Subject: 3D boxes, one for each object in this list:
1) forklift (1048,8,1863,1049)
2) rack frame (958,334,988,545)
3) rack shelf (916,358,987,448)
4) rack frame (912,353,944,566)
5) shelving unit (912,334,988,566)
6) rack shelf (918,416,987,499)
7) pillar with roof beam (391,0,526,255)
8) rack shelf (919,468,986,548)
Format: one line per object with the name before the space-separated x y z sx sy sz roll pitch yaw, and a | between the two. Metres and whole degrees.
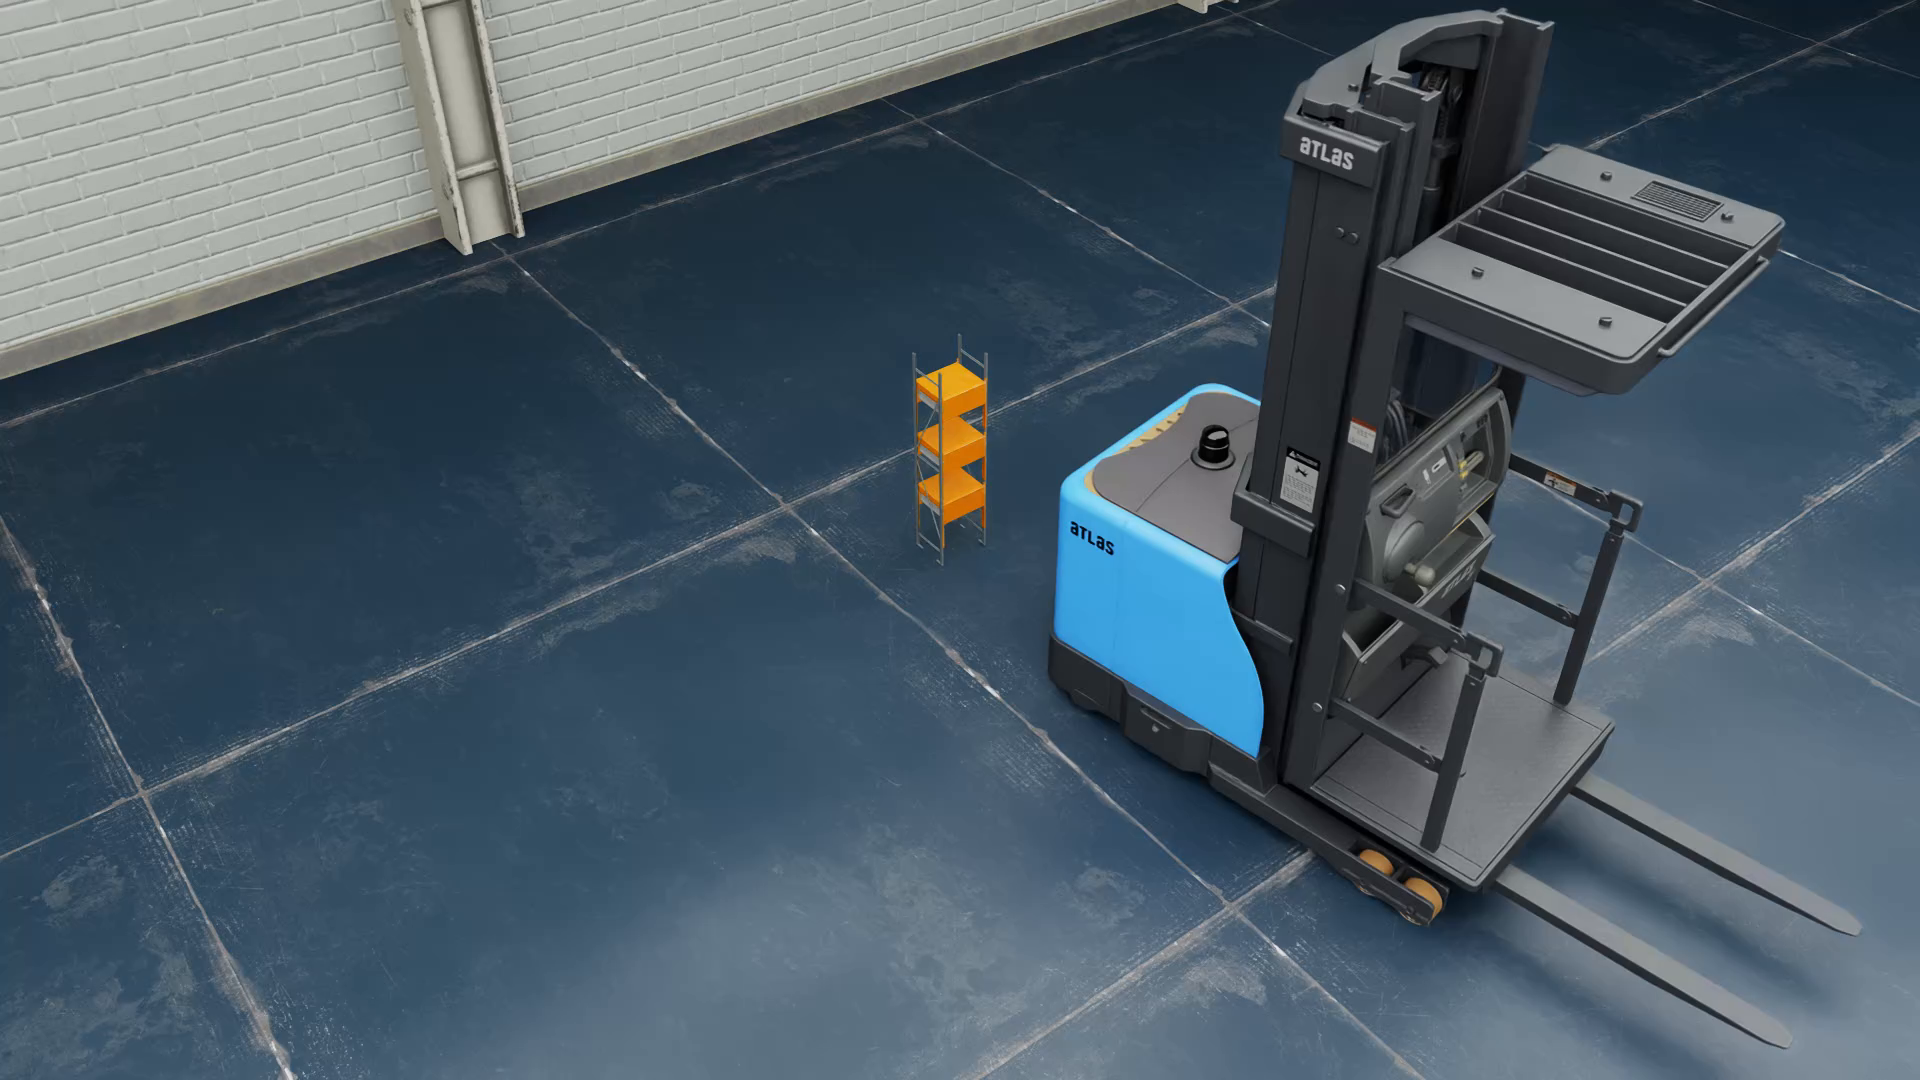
forklift | 1.793 -0.116 5.581 3.031 2.935 1.130 30 48 32
rack frame | 0.054 -0.432 7.449 0.008 1.050 0.200 -26 46 -28
rack shelf | -0.042 -0.596 7.219 0.240 0.259 0.215 -26 46 -28
rack frame | -0.139 -0.338 7.334 0.008 1.050 0.200 -26 46 -28
shelving unit | -0.042 -0.385 7.392 0.252 1.050 0.215 -26 46 -28
rack shelf | -0.042 -0.377 7.399 0.240 0.259 0.215 -26 46 -28
pillar with roof beam | -0.232 -3.144 4.487 0.400 9.000 9.100 -26 46 -28
rack shelf | -0.042 -0.162 7.575 0.240 0.259 0.215 -26 46 -28
